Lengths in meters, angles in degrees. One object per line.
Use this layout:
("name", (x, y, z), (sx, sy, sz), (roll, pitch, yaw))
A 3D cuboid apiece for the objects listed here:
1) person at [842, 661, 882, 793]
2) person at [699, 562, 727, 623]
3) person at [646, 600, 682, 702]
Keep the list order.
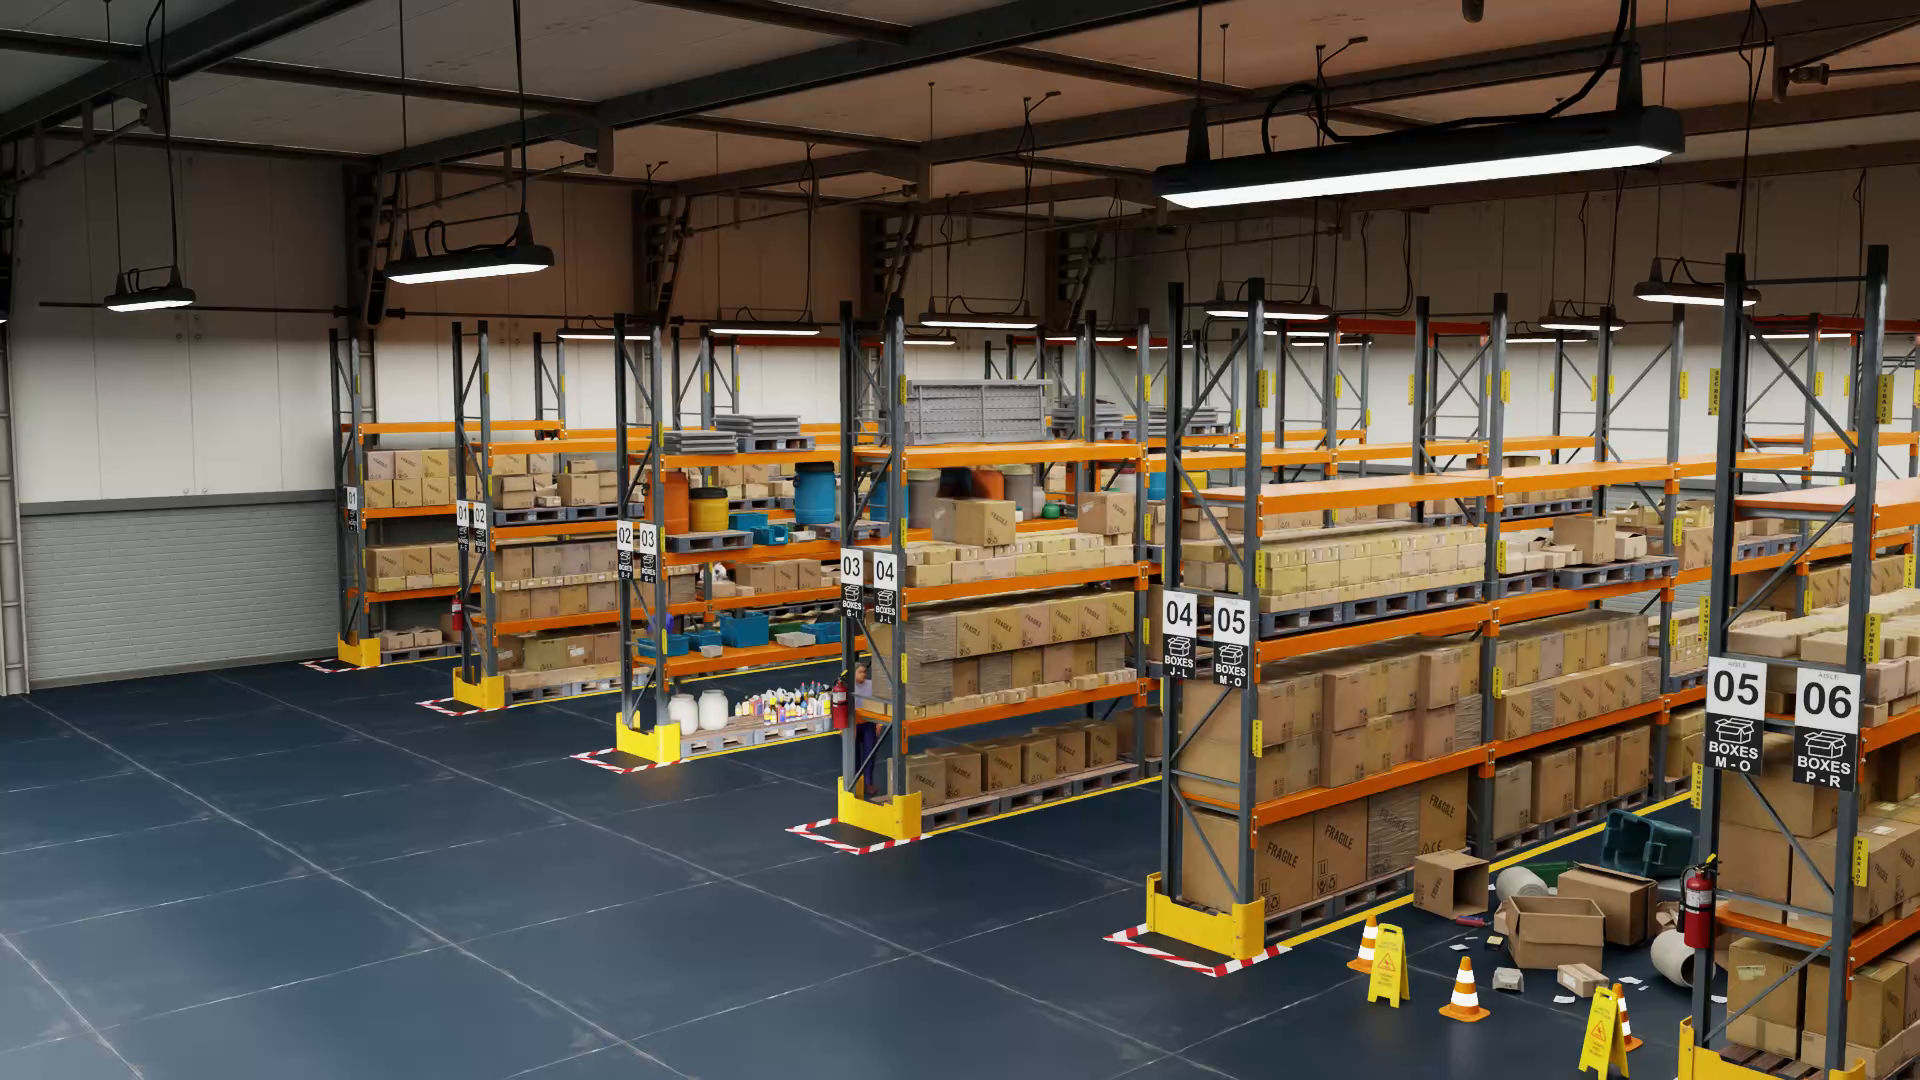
("person", (-1.232, 2.323, 20.589), (0.511, 1.640, 0.368), (-2, 6, -20))
("person", (-4.907, 1.069, 32.750), (0.515, 1.722, 1.025), (5, 7, 41))
("person", (-4.723, 1.758, 26.479), (0.544, 1.669, 0.367), (0, 6, 0))
